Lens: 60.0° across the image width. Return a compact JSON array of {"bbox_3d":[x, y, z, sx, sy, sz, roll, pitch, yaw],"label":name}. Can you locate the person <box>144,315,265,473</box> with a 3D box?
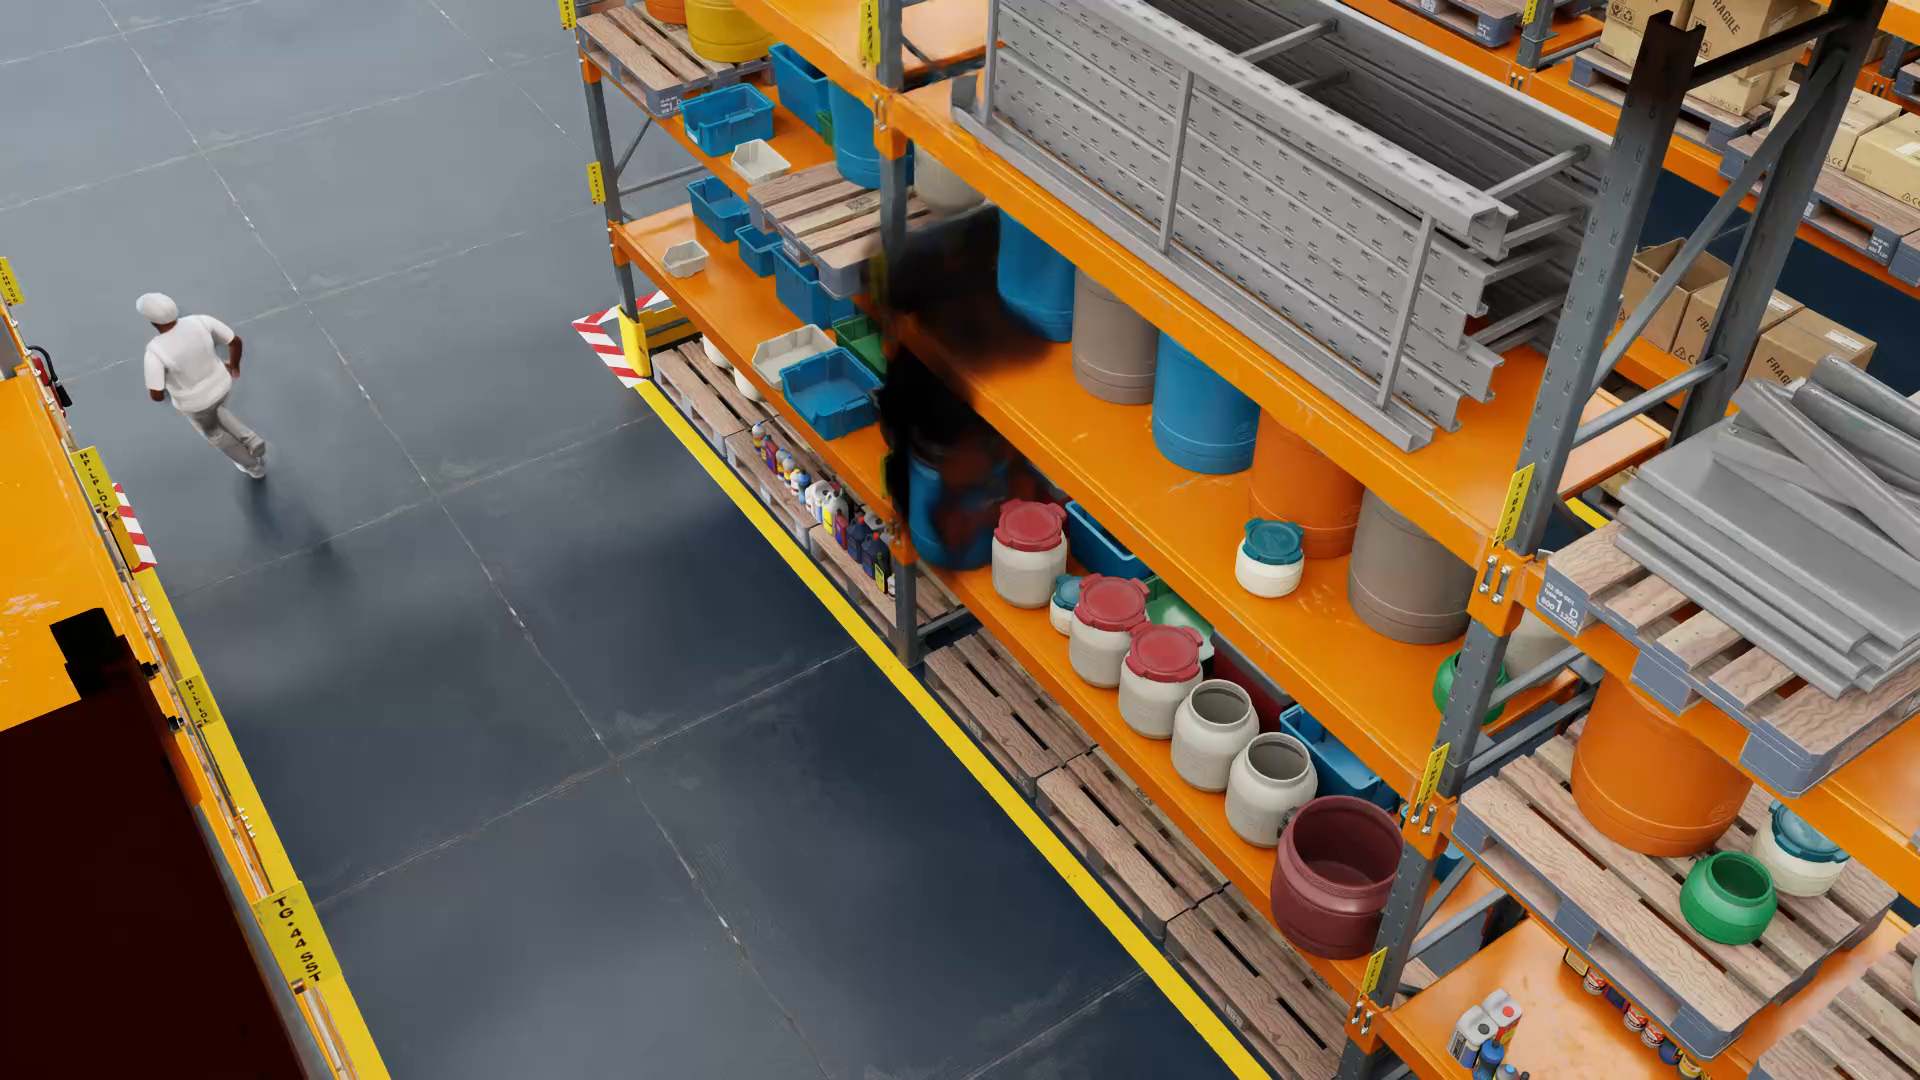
[{"bbox_3d":[-5.373,-1.063,11.638,0.534,1.606,0.692,22,47,22],"label":"person"}]
